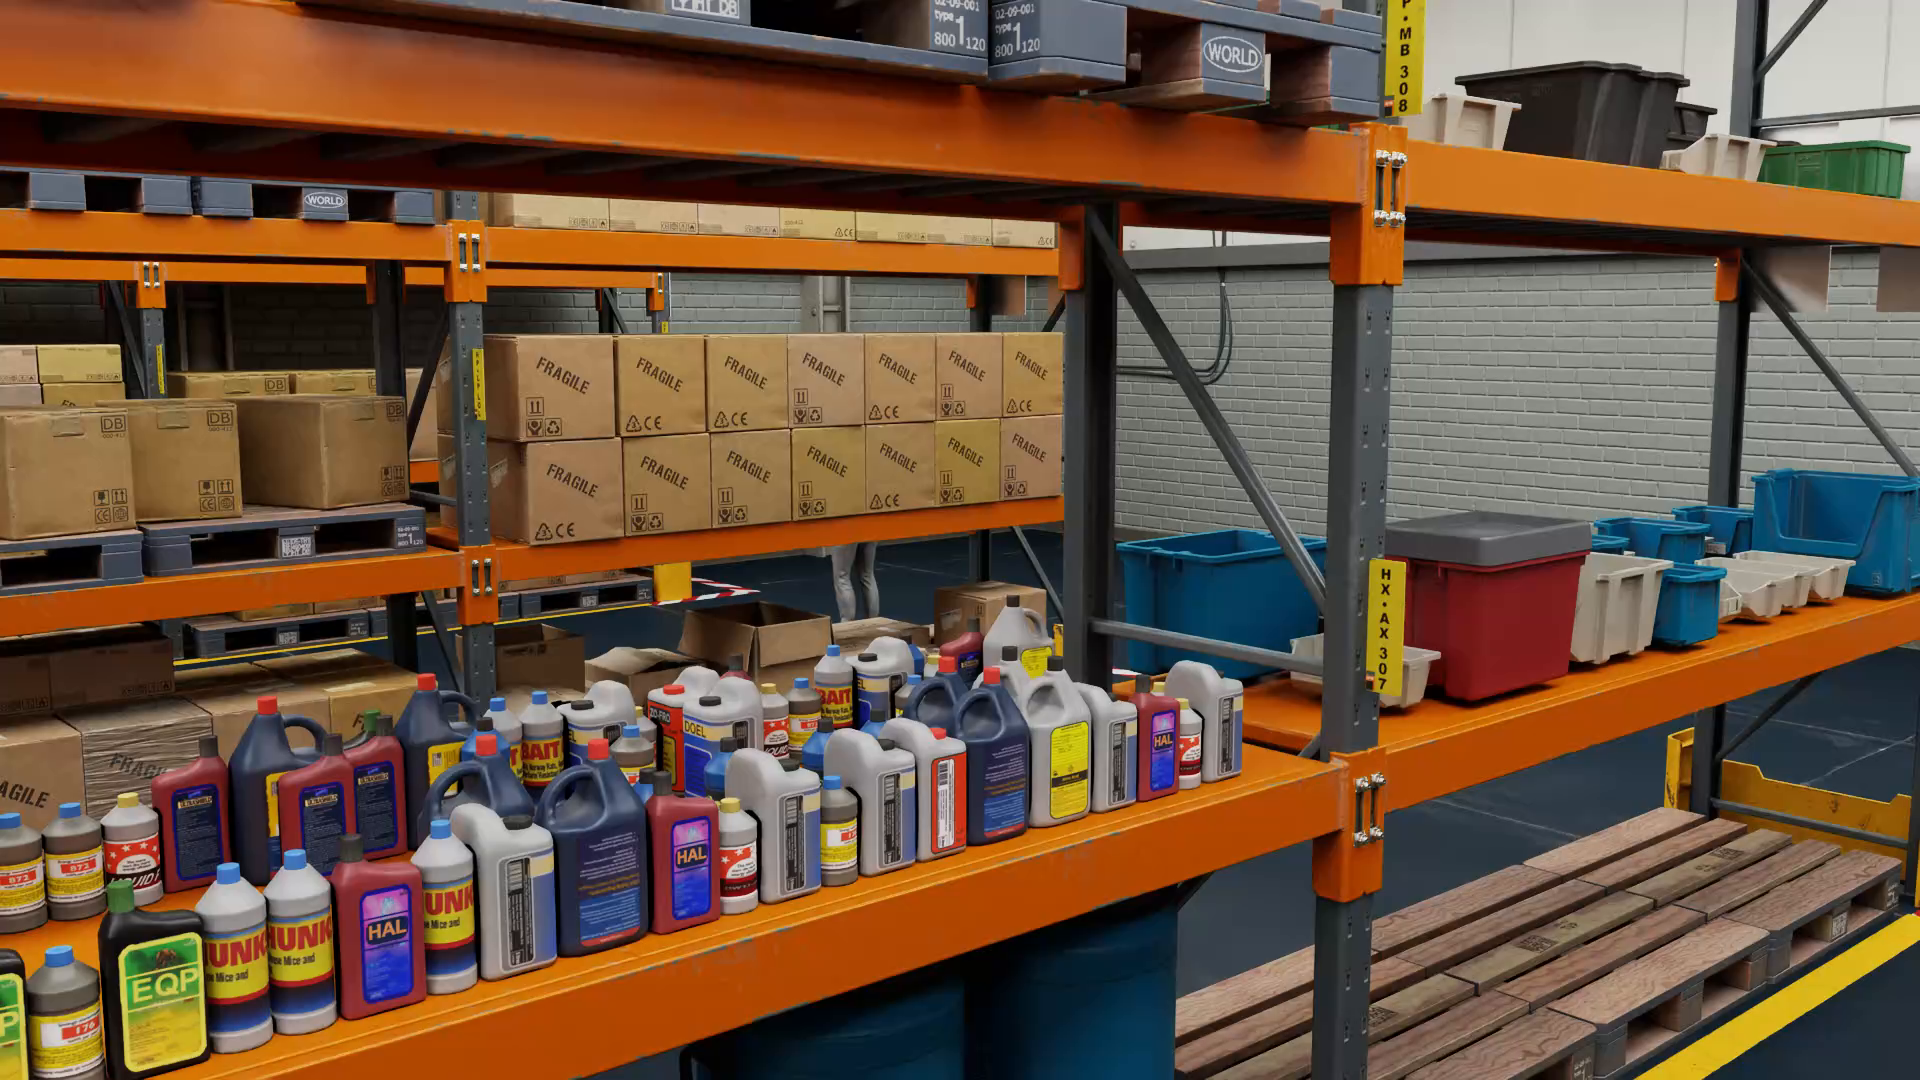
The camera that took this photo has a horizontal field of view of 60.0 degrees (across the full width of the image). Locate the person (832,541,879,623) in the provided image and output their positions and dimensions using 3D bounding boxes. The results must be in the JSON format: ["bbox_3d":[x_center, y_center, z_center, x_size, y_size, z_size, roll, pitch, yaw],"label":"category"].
[{"bbox_3d":[-0.823,-0.094,12.401,0.460,1.686,0.556,-7,10,-41],"label":"person"}]
